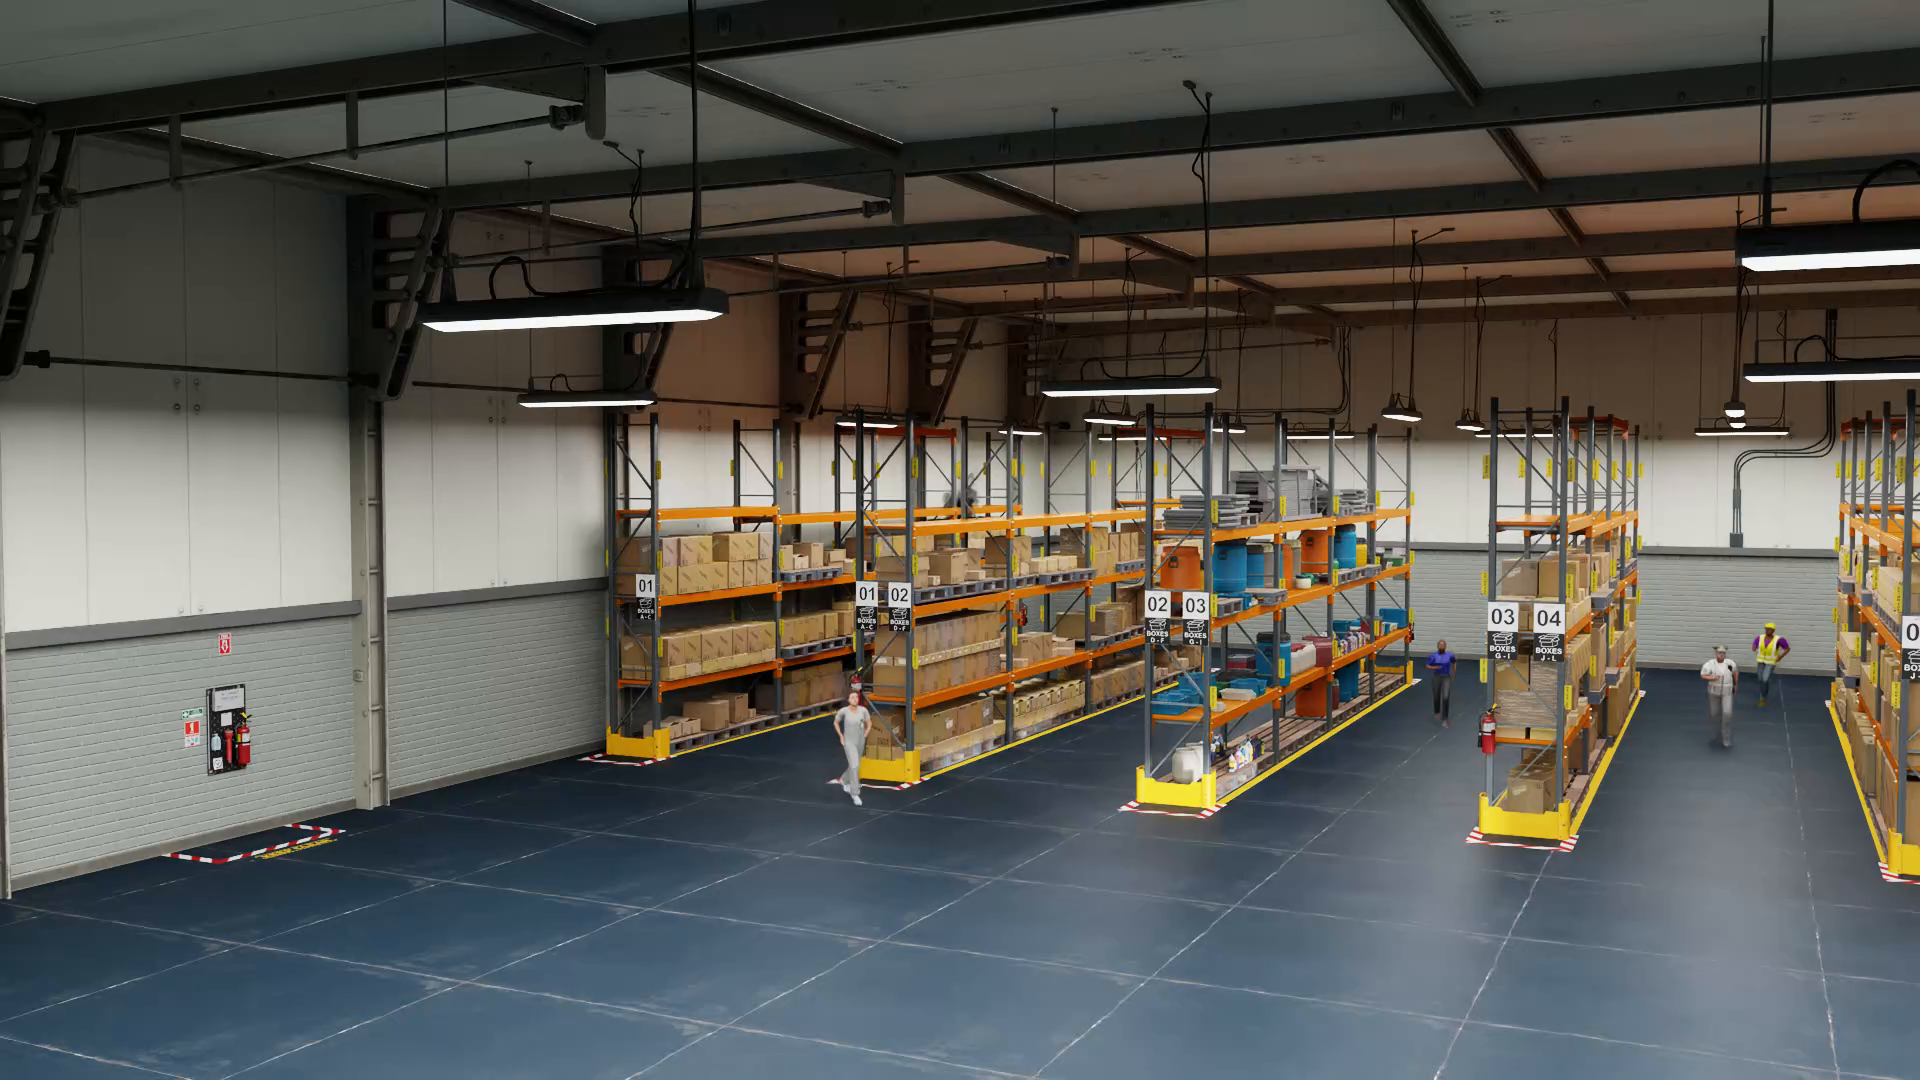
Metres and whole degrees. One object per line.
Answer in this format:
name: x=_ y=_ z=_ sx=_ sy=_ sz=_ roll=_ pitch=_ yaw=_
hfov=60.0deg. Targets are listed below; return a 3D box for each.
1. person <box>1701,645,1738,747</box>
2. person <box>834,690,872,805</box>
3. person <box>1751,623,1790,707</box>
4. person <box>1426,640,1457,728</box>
person: x=13.905 y=2.839 z=30.450 sx=0.652 sy=1.863 sz=0.832 roll=1 pitch=3 yaw=19
person: x=-1.627 y=3.105 z=25.219 sx=0.564 sy=1.699 sz=0.837 roll=-1 pitch=3 yaw=-25
person: x=17.122 y=2.657 z=35.239 sx=0.729 sy=1.820 sz=0.695 roll=-2 pitch=3 yaw=-38
person: x=9.427 y=2.787 z=32.579 sx=0.595 sy=1.685 sz=0.870 roll=1 pitch=2 yaw=14
